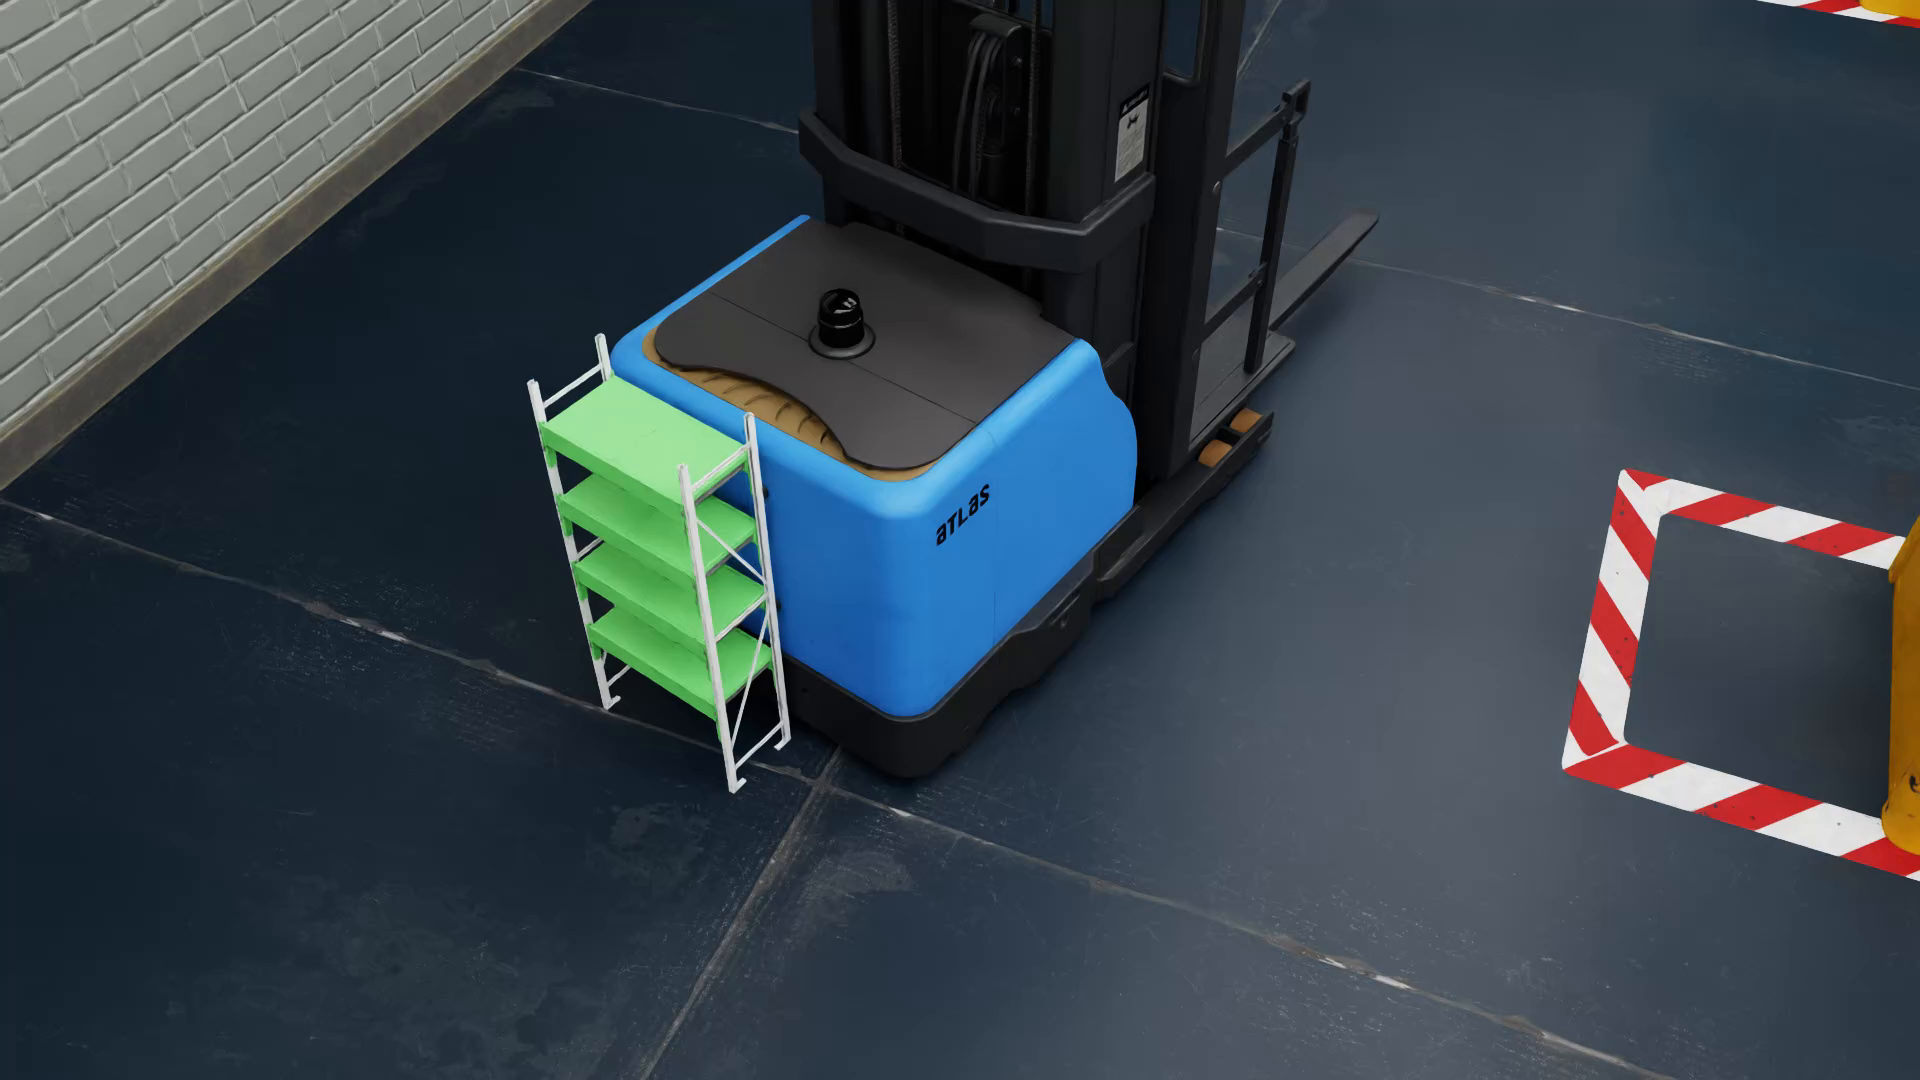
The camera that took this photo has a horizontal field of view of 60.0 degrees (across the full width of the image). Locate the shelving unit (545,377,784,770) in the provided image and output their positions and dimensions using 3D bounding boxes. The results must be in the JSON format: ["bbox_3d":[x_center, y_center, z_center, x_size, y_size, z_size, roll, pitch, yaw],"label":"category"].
[{"bbox_3d":[-0.746,0.097,4.302,0.487,1.046,0.258,28,51,25],"label":"shelving unit"}]

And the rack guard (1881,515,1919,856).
[{"bbox_3d":[2.841,0.299,4.595,0.348,0.500,1.175,16,47,16],"label":"rack guard"}]

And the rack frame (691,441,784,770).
[{"bbox_3d":[-0.554,0.199,4.200,0.006,1.046,0.228,28,51,25],"label":"rack frame"}]

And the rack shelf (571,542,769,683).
[{"bbox_3d":[-0.749,0.141,4.349,0.480,0.148,0.258,28,51,25],"label":"rack shelf"}]

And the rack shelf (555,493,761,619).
[{"bbox_3d":[-0.749,-0.030,4.179,0.480,0.148,0.258,28,51,25],"label":"rack shelf"}]

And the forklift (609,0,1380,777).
[{"bbox_3d":[0.376,-1.389,4.568,1.130,2.935,3.031,28,51,25],"label":"forklift"}]

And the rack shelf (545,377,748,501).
[{"bbox_3d":[-0.749,-0.238,3.972,0.457,0.021,0.221,28,51,25],"label":"rack shelf"}]
